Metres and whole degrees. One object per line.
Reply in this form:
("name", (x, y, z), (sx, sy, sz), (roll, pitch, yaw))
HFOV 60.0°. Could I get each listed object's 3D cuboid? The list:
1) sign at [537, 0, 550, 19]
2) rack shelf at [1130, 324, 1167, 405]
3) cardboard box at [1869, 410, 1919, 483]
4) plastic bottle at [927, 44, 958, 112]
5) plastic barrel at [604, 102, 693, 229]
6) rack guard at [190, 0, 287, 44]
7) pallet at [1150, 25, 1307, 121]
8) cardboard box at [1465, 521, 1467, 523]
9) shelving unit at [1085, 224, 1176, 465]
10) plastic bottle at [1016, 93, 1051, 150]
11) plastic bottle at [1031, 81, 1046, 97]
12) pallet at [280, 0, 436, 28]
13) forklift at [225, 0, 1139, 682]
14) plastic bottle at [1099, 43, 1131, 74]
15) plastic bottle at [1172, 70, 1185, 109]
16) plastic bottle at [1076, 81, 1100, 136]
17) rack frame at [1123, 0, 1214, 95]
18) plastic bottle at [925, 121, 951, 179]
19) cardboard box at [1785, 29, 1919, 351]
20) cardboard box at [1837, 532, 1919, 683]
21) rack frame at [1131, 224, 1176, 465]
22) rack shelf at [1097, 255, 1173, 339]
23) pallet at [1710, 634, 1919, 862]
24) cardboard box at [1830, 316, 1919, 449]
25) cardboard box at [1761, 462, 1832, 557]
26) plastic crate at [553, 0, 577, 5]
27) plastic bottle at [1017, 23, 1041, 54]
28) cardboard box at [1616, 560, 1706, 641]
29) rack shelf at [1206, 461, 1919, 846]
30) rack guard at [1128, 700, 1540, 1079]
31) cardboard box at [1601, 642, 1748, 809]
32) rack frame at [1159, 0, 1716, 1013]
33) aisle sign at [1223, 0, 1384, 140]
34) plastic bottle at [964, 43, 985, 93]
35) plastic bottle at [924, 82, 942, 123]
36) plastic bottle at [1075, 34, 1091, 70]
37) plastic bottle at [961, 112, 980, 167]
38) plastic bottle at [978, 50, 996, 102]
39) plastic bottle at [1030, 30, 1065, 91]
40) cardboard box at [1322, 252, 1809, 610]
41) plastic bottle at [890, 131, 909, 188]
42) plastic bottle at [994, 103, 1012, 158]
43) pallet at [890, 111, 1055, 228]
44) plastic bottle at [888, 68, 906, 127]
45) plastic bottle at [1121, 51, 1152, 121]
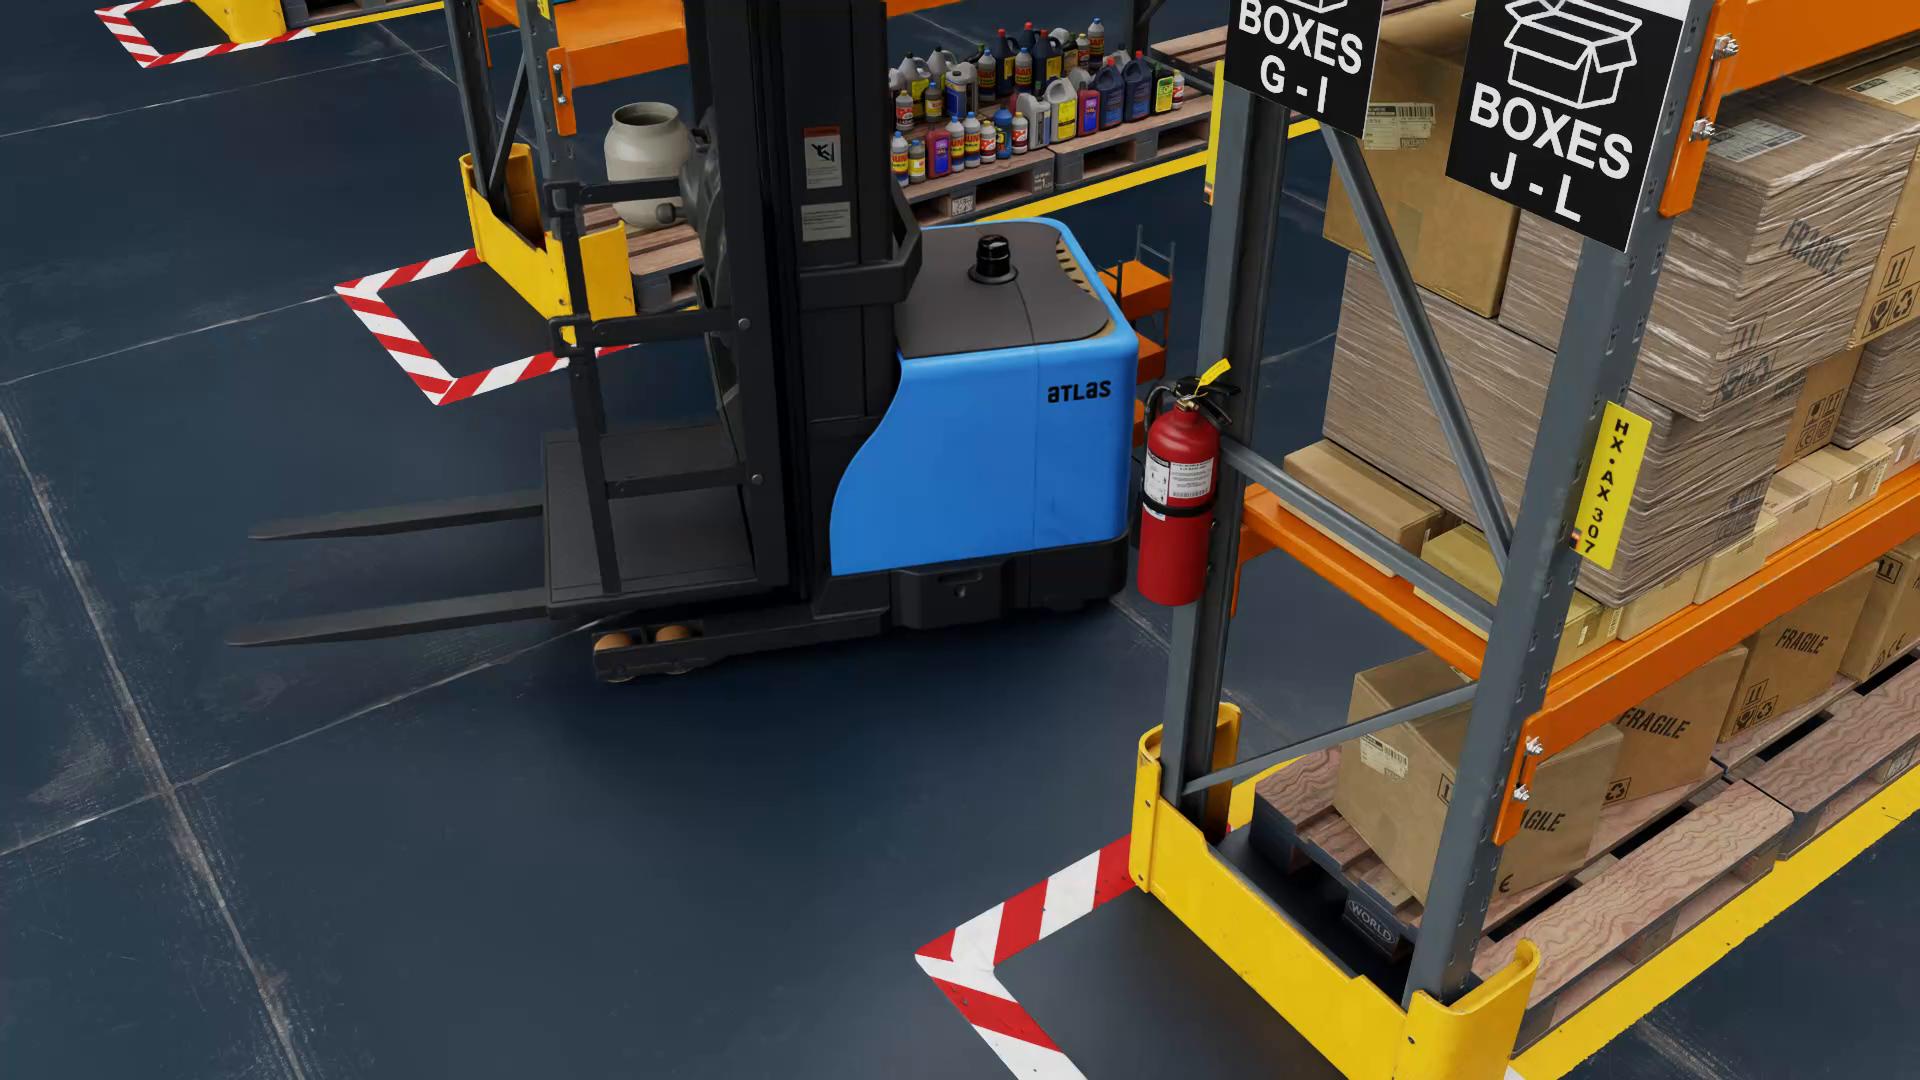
("sign", (-1.655, -2.218, 6.528), (0.005, 0.325, 0.100), (-22, 41, -28))
("rack shelf", (0.608, -0.625, 6.238), (0.240, 0.259, 0.215), (-22, 41, -28))
("cardboard box", (2.273, -0.310, 4.327), (0.250, 0.149, 0.380), (-22, 41, -28))
("plastic bottle", (-0.099, -2.539, 9.103), (0.185, 0.351, 0.144), (-23, 42, -28))
("plastic barrel", (-1.474, -1.788, 7.939), (0.421, 0.512, 0.421), (0, 36, 0))
("rack guard", (-4.838, -3.712, 10.984), (0.348, 0.500, 1.175), (-22, 41, -28))
("pallet", (1.921, -2.866, 10.054), (1.213, 0.211, 1.003), (-22, 41, -28))
("cardboard box", (1.204, -0.182, 4.150), (0.250, 0.149, 0.380), (-22, 41, -28))
("shelving unit", (0.608, -0.633, 6.232), (0.252, 1.050, 0.215), (-22, 41, -28))
("plastic bottle", (0.385, -2.208, 8.707), (0.135, 0.276, 0.152), (-22, 41, -27))
("plastic bottle", (0.440, -2.304, 8.834), (0.133, 0.283, 0.061), (-22, 41, -28))
("pallet", (-4.218, -3.881, 11.465), (1.213, 0.211, 1.003), (-22, 41, -28))
("forklift", (-0.979, -1.051, 5.200), (3.031, 2.935, 1.130), (-7, 36, -10))
("plastic bottle", (0.858, -2.533, 9.095), (0.185, 0.351, 0.144), (-22, 41, -28))
("plastic bottle", (1.184, -2.487, 9.159), (0.097, 0.201, 0.097), (0, 36, 0))
("plastic bottle", (0.675, -2.298, 8.826), (0.133, 0.283, 0.061), (-20, 40, -25))
("rack frame", (1.301, -3.715, 8.847), (0.127, 3.000, 1.000), (-22, 41, -28))
("plastic bottle", (-0.111, -1.974, 8.376), (0.133, 0.283, 0.061), (-22, 41, -27))
("cardboard box", (1.904, -0.793, 3.587), (0.500, 0.500, 0.500), (-22, 41, -28))
("cardboard box", (2.879, 0.051, 5.392), (0.500, 0.500, 0.500), (-26, 43, -32))
("rack frame", (0.708, -0.674, 6.289), (0.008, 1.050, 0.200), (-22, 41, -28))
("rack shelf", (0.608, -0.855, 6.072), (0.240, 0.259, 0.215), (-22, 41, -28))
("pallet", (2.628, 0.436, 5.463), (1.213, 0.211, 1.003), (-22, 41, -28))
("cardboard box", (2.124, -0.712, 4.331), (0.500, 0.500, 0.875), (-22, 41, -28))
("cardboard box", (1.876, -0.132, 4.080), (0.250, 0.149, 0.380), (-22, 41, -28))
("plastic crate", (-1.731, -2.621, 7.452), (0.616, 0.251, 0.499), (-22, 41, -28))
("plastic bottle", (0.403, -2.745, 9.390), (0.185, 0.351, 0.144), (-21, 41, -27))
("cardboard box", (1.471, 0.039, 3.842), (0.250, 0.149, 0.380), (-22, 41, -28))
("rack shelf", (2.520, -0.387, 4.835), (4.000, 0.370, 1.077), (-22, 41, -28))
("rack guard", (0.947, 0.983, 4.455), (0.348, 0.500, 1.175), (-22, 41, -28))
("cardboard box", (1.874, 0.419, 4.880), (0.500, 0.500, 0.500), (-12, 37, -16))
("rack frame", (0.885, -0.006, 3.690), (0.127, 3.000, 1.000), (-22, 41, -28))
("aisle sign", (0.662, -1.184, 3.101), (0.004, 0.787, 0.394), (-22, 41, -28))
("plastic bottle", (0.089, -2.619, 9.272), (0.133, 0.283, 0.061), (-20, 40, -26))
("plastic bottle", (-0.146, -2.373, 9.000), (0.097, 0.201, 0.097), (0, 36, 0))
("plastic bottle", (0.705, -2.826, 9.630), (0.097, 0.201, 0.097), (0, 36, 0))
("plastic bottle", (0.055, -2.051, 8.493), (0.097, 0.271, 0.097), (0, 36, 0))
("plastic bottle", (0.150, -2.582, 9.231), (0.097, 0.271, 0.097), (0, 36, 0))
("plastic bottle", (0.486, -2.676, 9.294), (0.185, 0.351, 0.144), (-22, 41, -28))
("cardboard box", (1.351, -0.339, 3.812), (0.500, 0.500, 0.875), (-22, 41, -28))
("plastic bottle", (-0.307, -1.902, 8.286), (0.097, 0.271, 0.097), (0, 36, 0))
("plastic bottle", (0.221, -2.119, 8.587), (0.097, 0.271, 0.097), (0, 36, 0))
("pallet", (-0.270, -1.965, 8.801), (1.213, 0.211, 1.003), (-22, 41, -28))
("plastic bottle", (-0.384, -2.388, 8.958), (0.135, 0.276, 0.152), (-24, 42, -29))
("plastic bottle", (0.941, -2.464, 9.000), (0.185, 0.351, 0.144), (-24, 42, -29))
